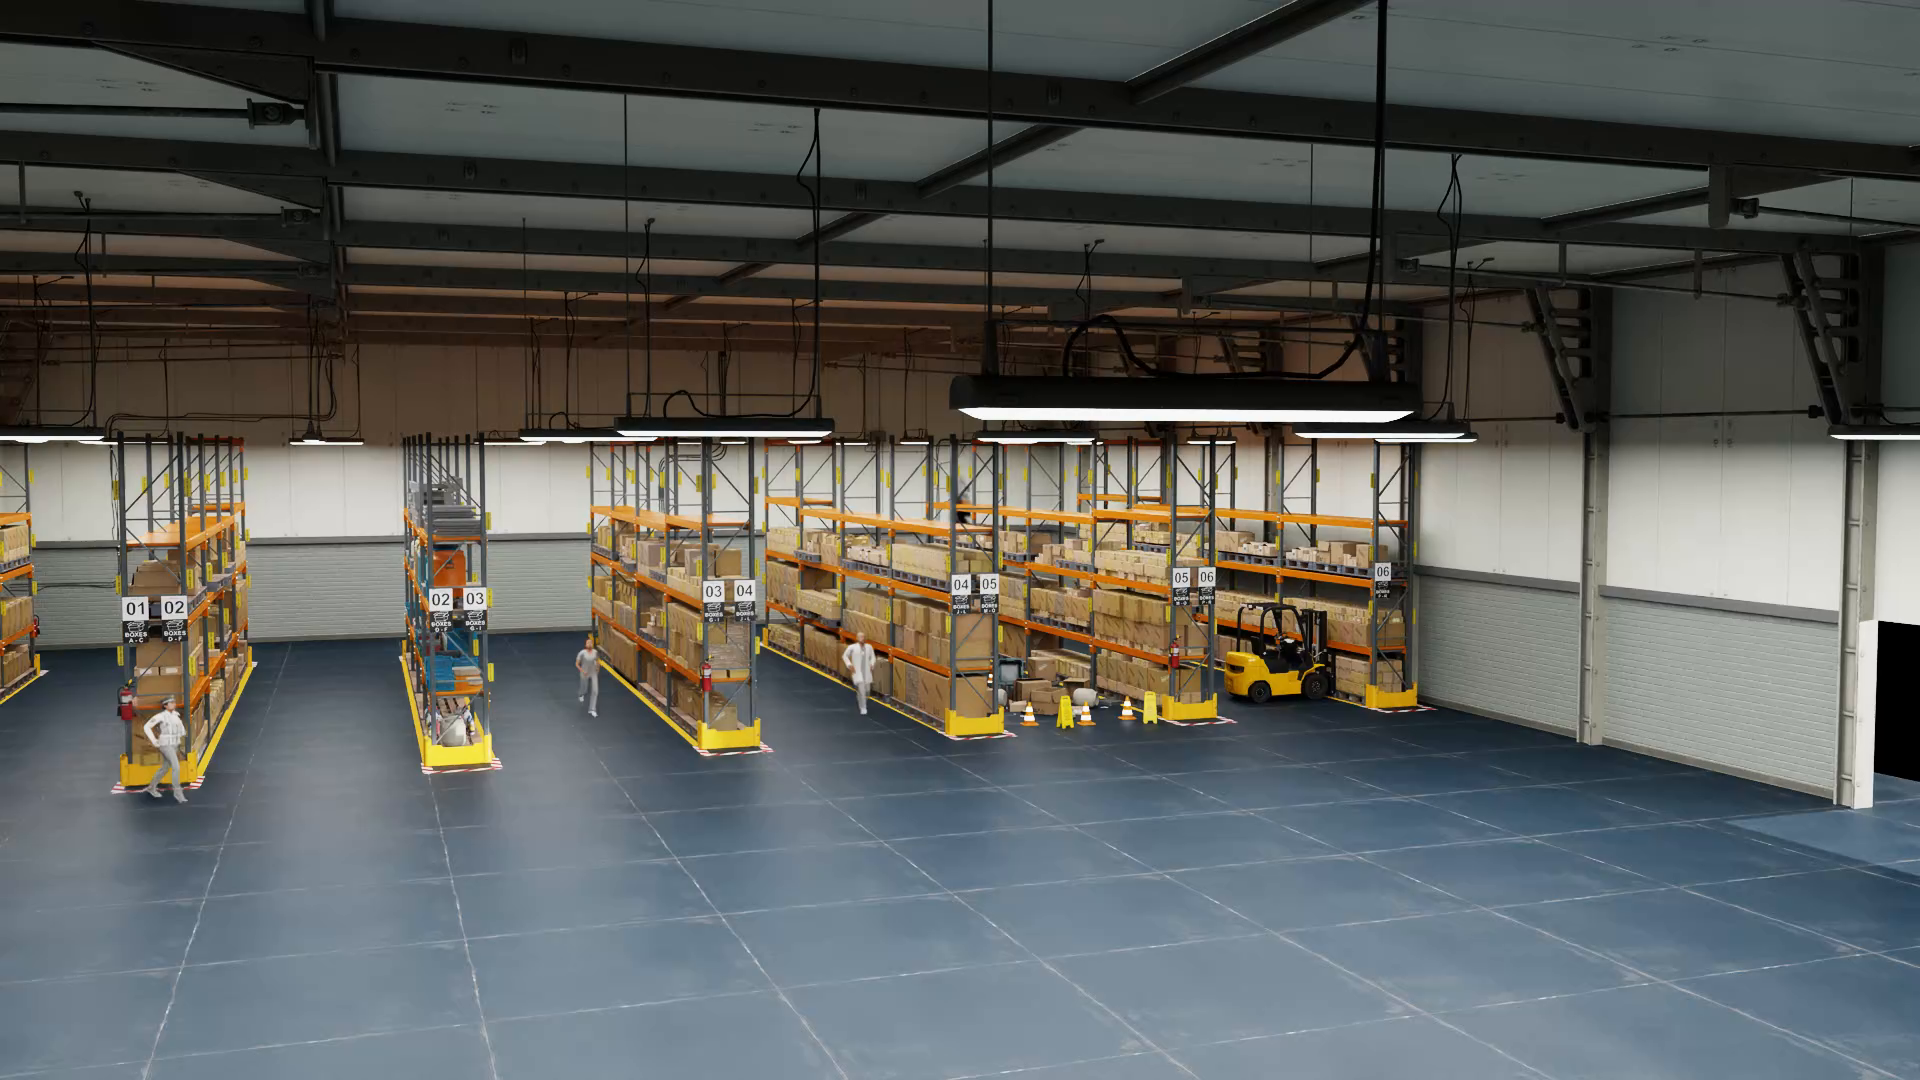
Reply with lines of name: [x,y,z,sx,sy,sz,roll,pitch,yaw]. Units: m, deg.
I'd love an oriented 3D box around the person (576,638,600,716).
person: [-8.020,2.937,35.885,0.547,1.652,1.000,-1,3,-25]

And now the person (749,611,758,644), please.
person: [-5.783,2.357,45.152,0.580,1.706,0.912,-1,3,-17]

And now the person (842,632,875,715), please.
person: [-2.167,2.863,35.948,0.740,1.743,0.767,-1,3,-23]

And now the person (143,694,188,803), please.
person: [-12.854,3.378,27.033,0.806,1.745,0.622,0,3,7]
